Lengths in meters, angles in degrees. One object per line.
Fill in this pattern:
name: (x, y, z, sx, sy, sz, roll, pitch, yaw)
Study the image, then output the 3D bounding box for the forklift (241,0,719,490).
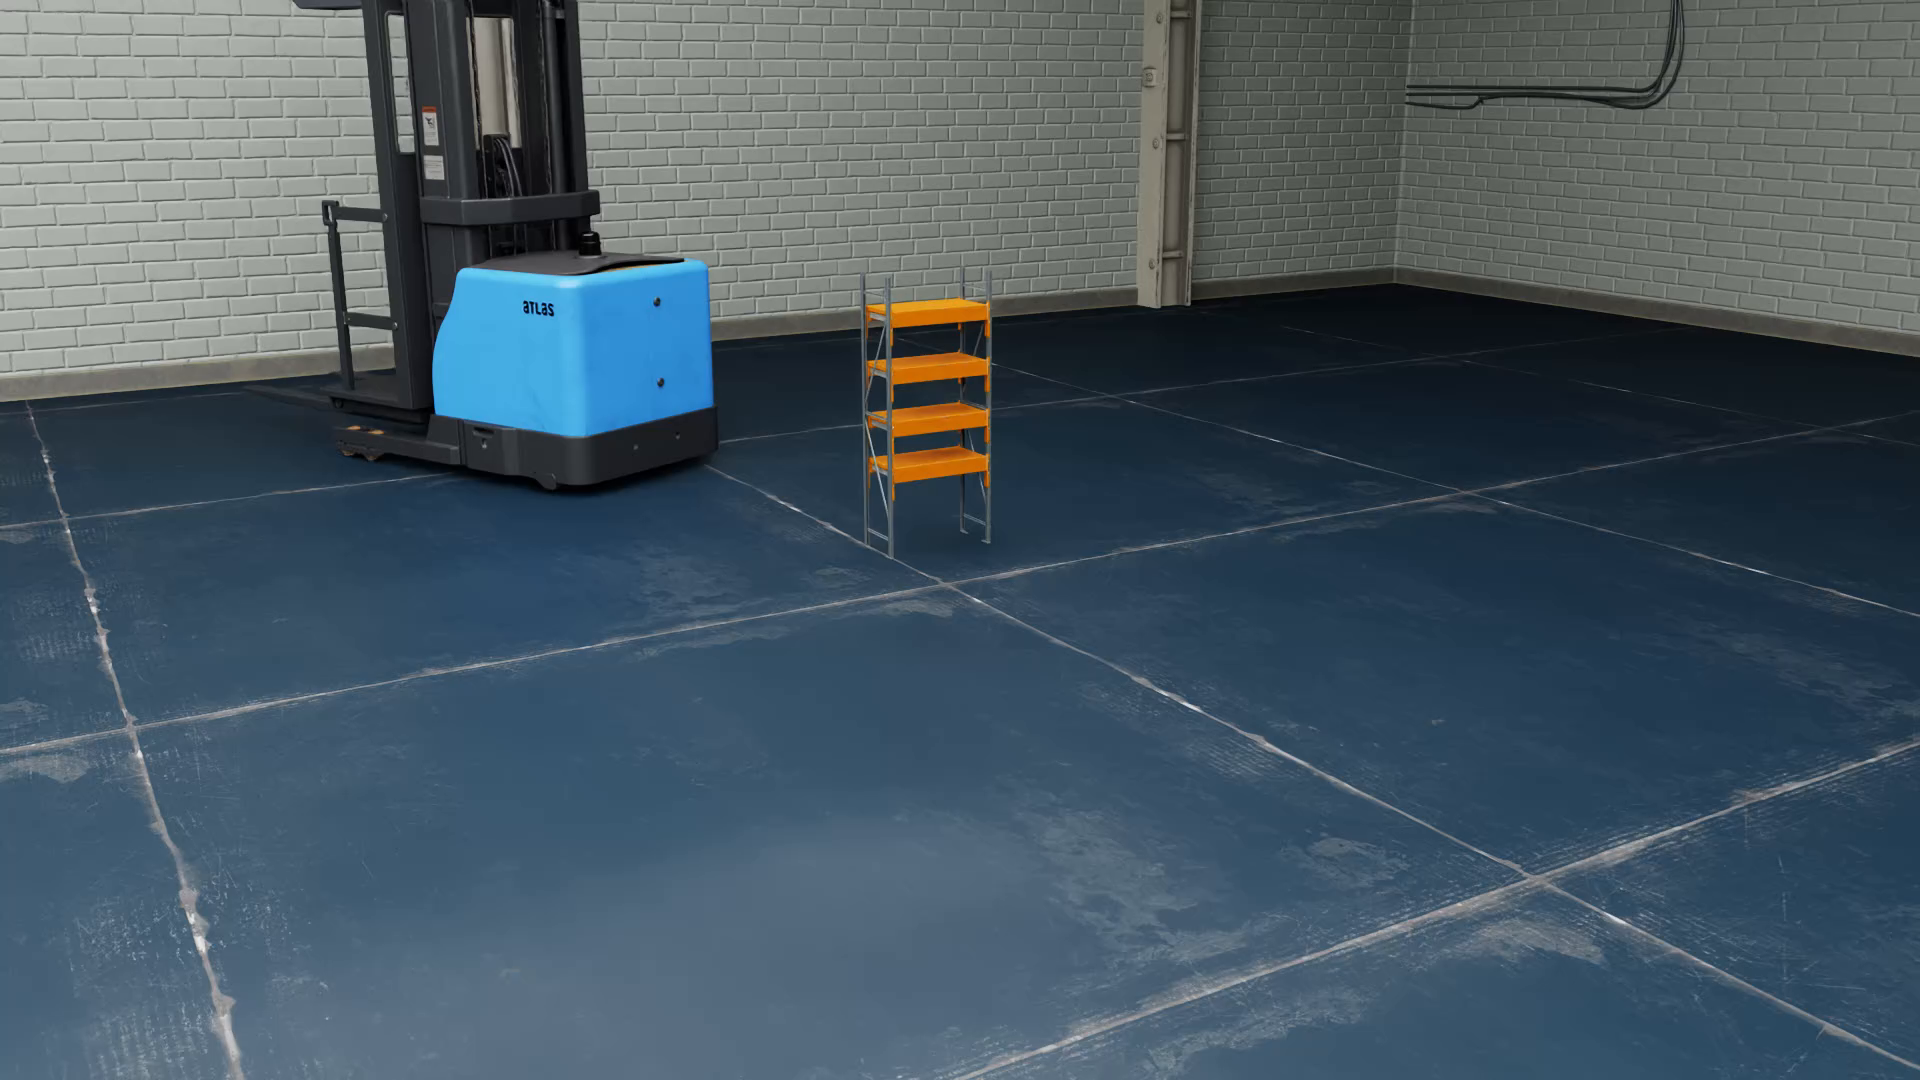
forklift: (-2.792, -1.941, 8.906, 3.031, 2.935, 1.130, 10, 19, 33)

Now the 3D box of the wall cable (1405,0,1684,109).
wall cable: (5.035, -5.057, 14.531, 0.112, 2.526, 3.097, -9, 18, -30)

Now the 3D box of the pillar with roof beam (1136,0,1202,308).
pillar with roof beam: (4.045, -5.453, 10.189, 0.400, 9.000, 9.100, -9, 18, -30)

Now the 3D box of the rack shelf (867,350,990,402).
rack shelf: (-0.142, -0.705, 7.124, 0.480, 0.148, 0.258, -9, 18, -30)

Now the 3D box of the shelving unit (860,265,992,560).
shelving unit: (-0.142, -0.555, 7.166, 0.503, 1.200, 0.258, -9, 18, -30)

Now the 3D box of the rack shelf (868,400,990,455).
rack shelf: (-0.142, -0.490, 7.184, 0.480, 0.148, 0.258, -9, 18, -30)

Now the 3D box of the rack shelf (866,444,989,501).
rack shelf: (-0.142, -0.299, 7.238, 0.480, 0.148, 0.258, -9, 18, -30)

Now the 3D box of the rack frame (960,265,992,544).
rack frame: (0.067, -0.589, 7.287, 0.015, 1.200, 0.240, -9, 18, -30)

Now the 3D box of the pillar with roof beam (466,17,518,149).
pillar with roof beam: (-1.098, -4.619, 7.214, 0.400, 9.000, 9.100, -9, 18, -30)

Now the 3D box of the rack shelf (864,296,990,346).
rack shelf: (-0.142, -0.933, 7.060, 0.480, 0.148, 0.258, -9, 18, -30)

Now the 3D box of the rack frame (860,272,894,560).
rack frame: (-0.351, -0.521, 7.045, 0.015, 1.200, 0.240, -9, 18, -30)
